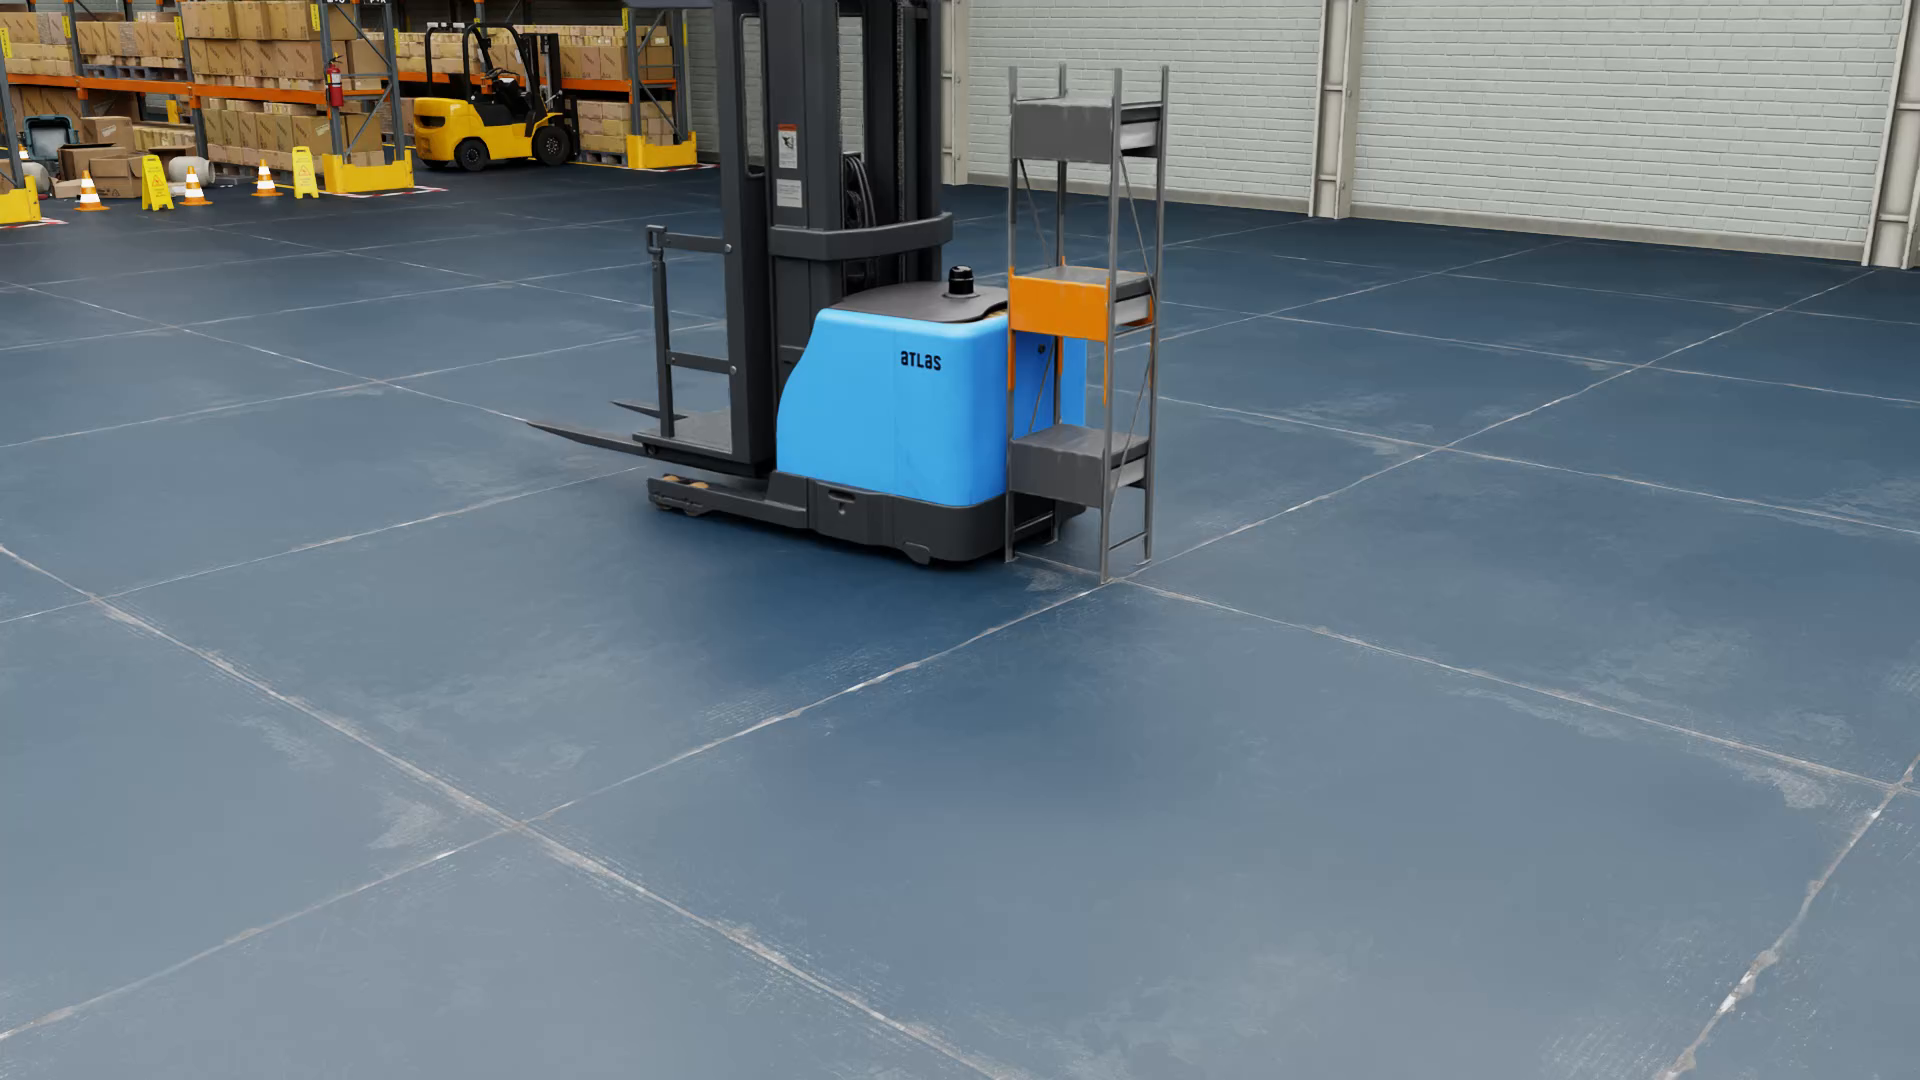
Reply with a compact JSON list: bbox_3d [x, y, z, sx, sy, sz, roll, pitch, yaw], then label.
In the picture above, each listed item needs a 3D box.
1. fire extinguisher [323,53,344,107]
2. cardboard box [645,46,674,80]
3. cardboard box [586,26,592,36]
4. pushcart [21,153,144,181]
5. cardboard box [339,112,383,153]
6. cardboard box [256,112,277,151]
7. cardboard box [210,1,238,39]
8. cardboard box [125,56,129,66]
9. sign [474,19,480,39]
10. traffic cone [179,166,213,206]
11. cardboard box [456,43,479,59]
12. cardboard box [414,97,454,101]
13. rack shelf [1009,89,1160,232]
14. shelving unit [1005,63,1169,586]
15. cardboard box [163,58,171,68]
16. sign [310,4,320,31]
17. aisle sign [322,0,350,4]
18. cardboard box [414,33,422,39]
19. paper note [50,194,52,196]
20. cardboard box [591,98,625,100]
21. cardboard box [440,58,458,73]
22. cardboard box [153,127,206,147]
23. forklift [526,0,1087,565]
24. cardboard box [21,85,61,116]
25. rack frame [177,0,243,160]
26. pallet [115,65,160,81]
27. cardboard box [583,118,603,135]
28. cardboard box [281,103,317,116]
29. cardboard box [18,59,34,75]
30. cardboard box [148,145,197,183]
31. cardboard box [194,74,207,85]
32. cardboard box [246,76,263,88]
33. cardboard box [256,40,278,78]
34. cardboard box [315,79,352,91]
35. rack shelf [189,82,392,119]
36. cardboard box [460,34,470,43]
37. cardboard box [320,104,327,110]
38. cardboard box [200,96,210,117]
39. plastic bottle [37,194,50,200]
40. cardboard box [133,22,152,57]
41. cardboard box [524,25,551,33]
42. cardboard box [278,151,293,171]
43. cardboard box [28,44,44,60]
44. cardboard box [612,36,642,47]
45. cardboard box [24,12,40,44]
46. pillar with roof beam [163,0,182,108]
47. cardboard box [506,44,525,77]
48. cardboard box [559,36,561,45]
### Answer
[{"bbox_3d":[-8.198,-6.031,21.785,0.183,0.674,0.296,15,23,39],"label":"fire extinguisher"},{"bbox_3d":[-4.872,-7.529,26.212,0.500,0.500,0.500,16,24,41],"label":"cardboard box"},{"bbox_3d":[-5.649,-7.998,26.124,0.250,0.149,0.380,15,23,40],"label":"cardboard box"},{"bbox_3d":[-12.446,-5.223,23.445,0.936,0.377,1.648,7,19,21],"label":"pushcart"},{"bbox_3d":[-8.416,-5.672,23.135,0.500,0.500,0.500,14,22,37],"label":"cardboard box"},{"bbox_3d":[-9.516,-5.751,23.386,0.500,0.500,0.500,14,23,38],"label":"cardboard box"},{"bbox_3d":[-10.059,-7.313,23.385,0.500,0.500,0.700,14,23,38],"label":"cardboard box"},{"bbox_3d":[-12.817,-7.507,26.027,0.250,0.149,0.380,16,24,41],"label":"cardboard box"},{"bbox_3d":[-8.031,-8.512,27.690,0.005,0.325,0.100,15,23,39],"label":"sign"},{"bbox_3d":[-9.638,-4.461,20.904,0.334,0.463,0.336,15,23,39],"label":"traffic cone"},{"bbox_3d":[-8.215,-8.330,28.322,0.500,0.250,0.500,14,23,38],"label":"cardboard box"},{"bbox_3d":[-9.214,-7.601,29.834,0.625,0.625,0.875,14,22,37],"label":"cardboard box"},{"bbox_3d":[0.518,-1.553,6.766,0.480,0.518,0.431,12,21,34],"label":"rack shelf"},{"bbox_3d":[0.518,-0.899,6.973,0.503,2.100,0.431,12,21,34],"label":"shelving unit"},{"bbox_3d":[-11.723,-7.177,24.988,0.250,0.149,0.380,14,22,38],"label":"cardboard box"},{"bbox_3d":[-8.361,-6.776,21.568,0.005,0.325,0.100,15,23,39],"label":"sign"},{"bbox_3d":[-8.124,-7.356,21.535,0.004,0.787,0.394,15,23,39],"label":"aisle sign"},{"bbox_3d":[-9.395,-8.865,29.347,0.250,0.149,0.380,15,23,39],"label":"cardboard box"},{"bbox_3d":[-11.949,-4.581,22.008,0.172,0.023,0.155,-9,20,-27],"label":"paper note"},{"bbox_3d":[-5.663,-7.027,26.993,0.500,0.250,0.500,15,23,39],"label":"cardboard box"},{"bbox_3d":[-8.608,-8.192,28.715,0.500,0.250,0.500,15,23,39],"label":"cardboard box"},{"bbox_3d":[-11.903,-6.195,25.822,0.950,0.372,0.625,-17,24,-42],"label":"cardboard box"},{"bbox_3d":[-0.895,-1.623,7.879,3.031,2.935,1.130,12,21,34],"label":"forklift"},{"bbox_3d":[-15.755,-7.506,29.123,0.875,0.875,0.875,16,24,41],"label":"cardboard box"},{"bbox_3d":[-10.970,-6.999,24.705,0.127,3.000,1.000,15,23,39],"label":"rack frame"},{"bbox_3d":[-12.454,-7.322,26.042,1.213,0.211,1.003,15,23,39],"label":"pallet"},{"bbox_3d":[-5.625,-6.577,26.402,0.500,0.250,0.500,15,23,39],"label":"cardboard box"},{"bbox_3d":[-9.069,-5.912,22.821,0.250,0.149,0.380,16,24,41],"label":"cardboard box"},{"bbox_3d":[-15.671,-8.073,28.338,0.500,0.250,0.500,15,23,38],"label":"cardboard box"},{"bbox_3d":[-11.071,-5.285,23.435,0.500,0.500,0.500,-3,18,-8],"label":"cardboard box"},{"bbox_3d":[-10.947,-6.743,24.315,0.250,0.149,0.380,15,23,39],"label":"cardboard box"},{"bbox_3d":[-9.789,-6.440,23.360,0.250,0.149,0.380,15,23,39],"label":"cardboard box"},{"bbox_3d":[-9.310,-6.634,22.900,0.500,0.500,0.500,15,23,39],"label":"cardboard box"},{"bbox_3d":[-8.399,-6.102,22.297,0.250,0.149,0.380,16,24,41],"label":"cardboard box"},{"bbox_3d":[-9.474,-6.254,23.549,4.000,0.370,1.077,15,23,39],"label":"rack shelf"},{"bbox_3d":[-8.286,-8.545,28.341,0.250,0.149,0.380,15,23,38],"label":"cardboard box"},{"bbox_3d":[-11.889,-8.178,31.859,0.500,0.500,0.500,16,24,42],"label":"cardboard box"},{"bbox_3d":[-15.645,-9.216,35.130,0.500,0.500,0.700,16,24,41],"label":"cardboard box"},{"bbox_3d":[-11.888,-4.418,21.432,0.133,0.061,0.283,7,19,21],"label":"plastic bottle"},{"bbox_3d":[-12.221,-7.633,25.354,0.500,0.500,0.500,16,24,41],"label":"cardboard box"},{"bbox_3d":[-6.847,-8.288,27.038,0.250,0.149,0.380,15,23,38],"label":"cardboard box"},{"bbox_3d":[-9.143,-5.292,23.180,0.500,0.250,0.500,15,23,39],"label":"cardboard box"},{"bbox_3d":[-15.275,-8.209,27.939,0.500,0.250,0.500,14,23,38],"label":"cardboard box"},{"bbox_3d":[-5.131,-7.682,25.622,0.250,0.149,0.380,15,23,40],"label":"cardboard box"},{"bbox_3d":[-15.278,-8.573,27.848,0.500,0.500,0.500,15,23,39],"label":"cardboard box"},{"bbox_3d":[-20.929,-13.162,34.210,0.400,9.000,9.100,15,23,39],"label":"pillar with roof beam"},{"bbox_3d":[-7.118,-7.921,27.446,0.500,0.500,0.500,16,23,40],"label":"cardboard box"},{"bbox_3d":[-6.234,-8.005,26.638,0.250,0.149,0.380,15,23,39],"label":"cardboard box"}]
